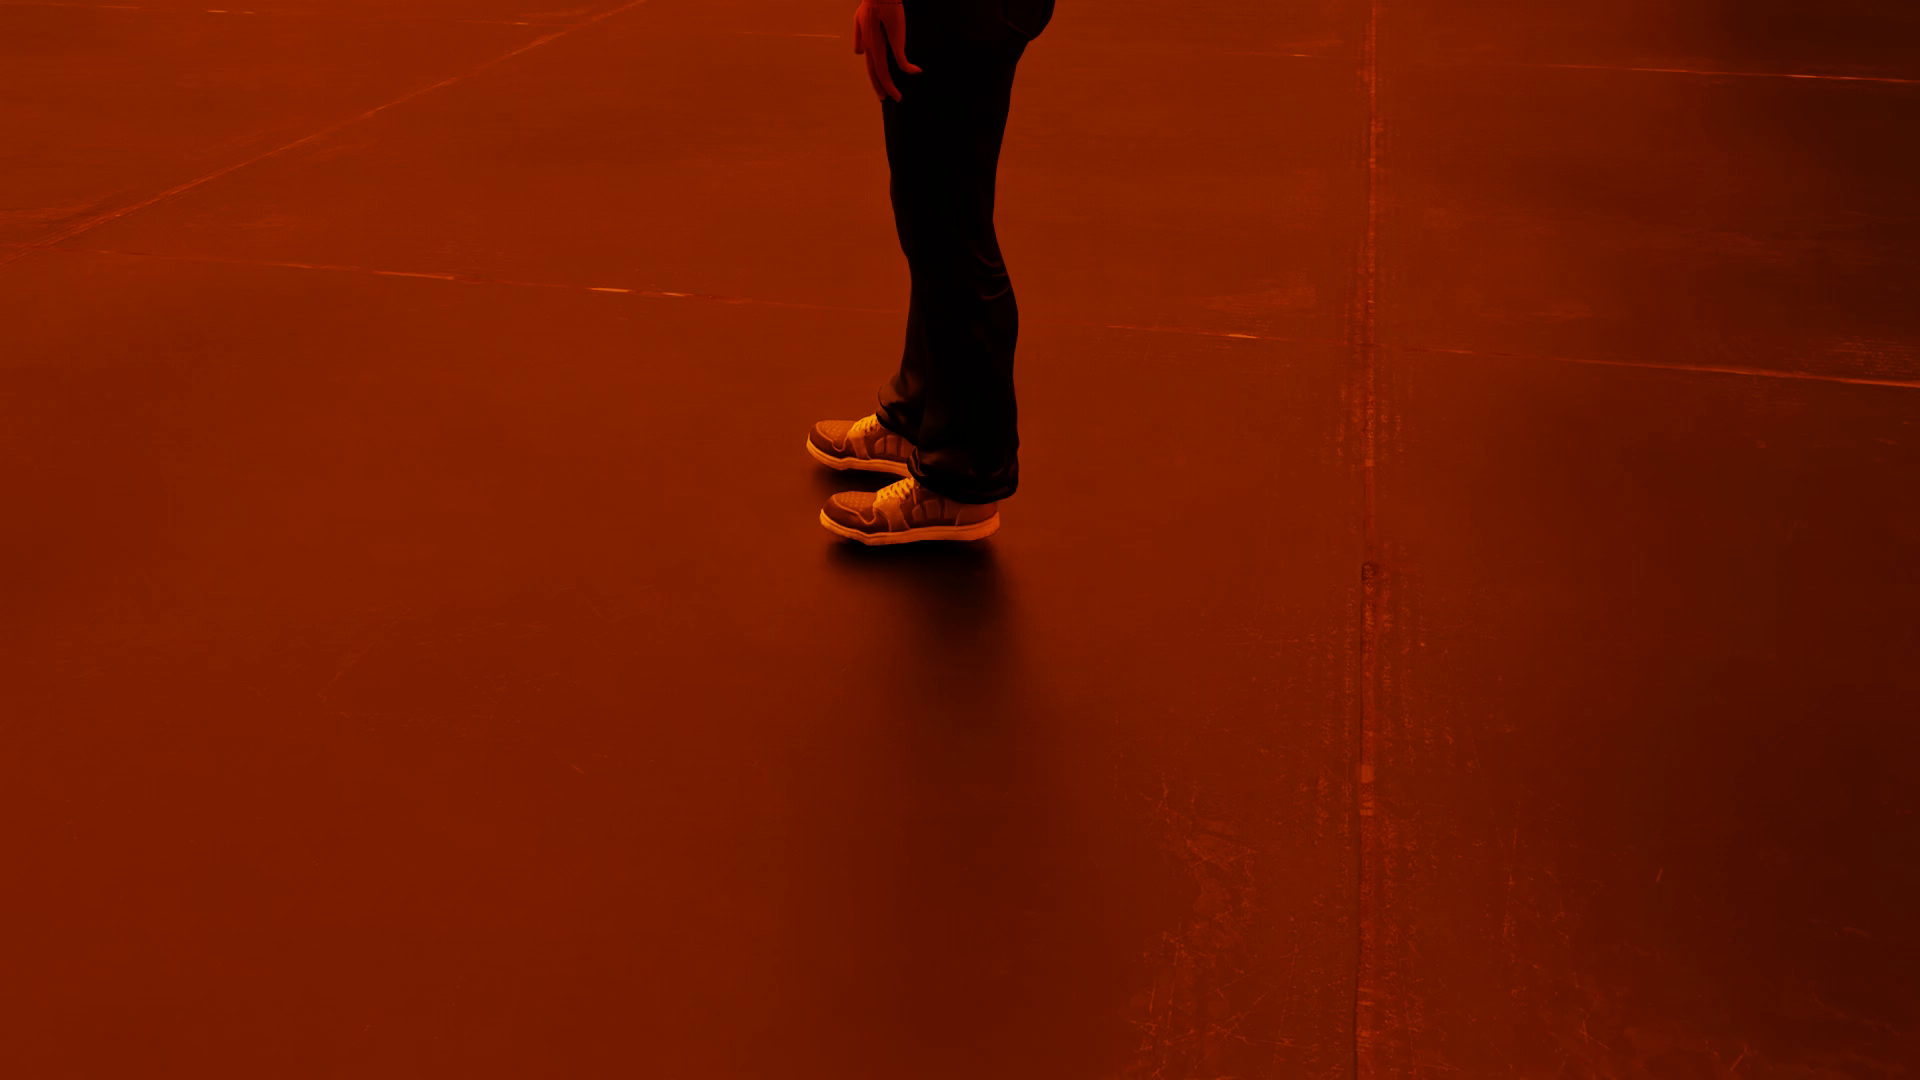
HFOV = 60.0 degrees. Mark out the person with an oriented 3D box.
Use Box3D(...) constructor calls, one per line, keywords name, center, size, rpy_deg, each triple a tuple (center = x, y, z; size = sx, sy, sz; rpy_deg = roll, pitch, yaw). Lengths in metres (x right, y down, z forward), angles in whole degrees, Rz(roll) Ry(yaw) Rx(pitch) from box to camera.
Box3D(name="person", center=(-0.070, -0.733, 2.164), size=(0.473, 1.599, 0.521), rpy_deg=(6, 27, 11))
